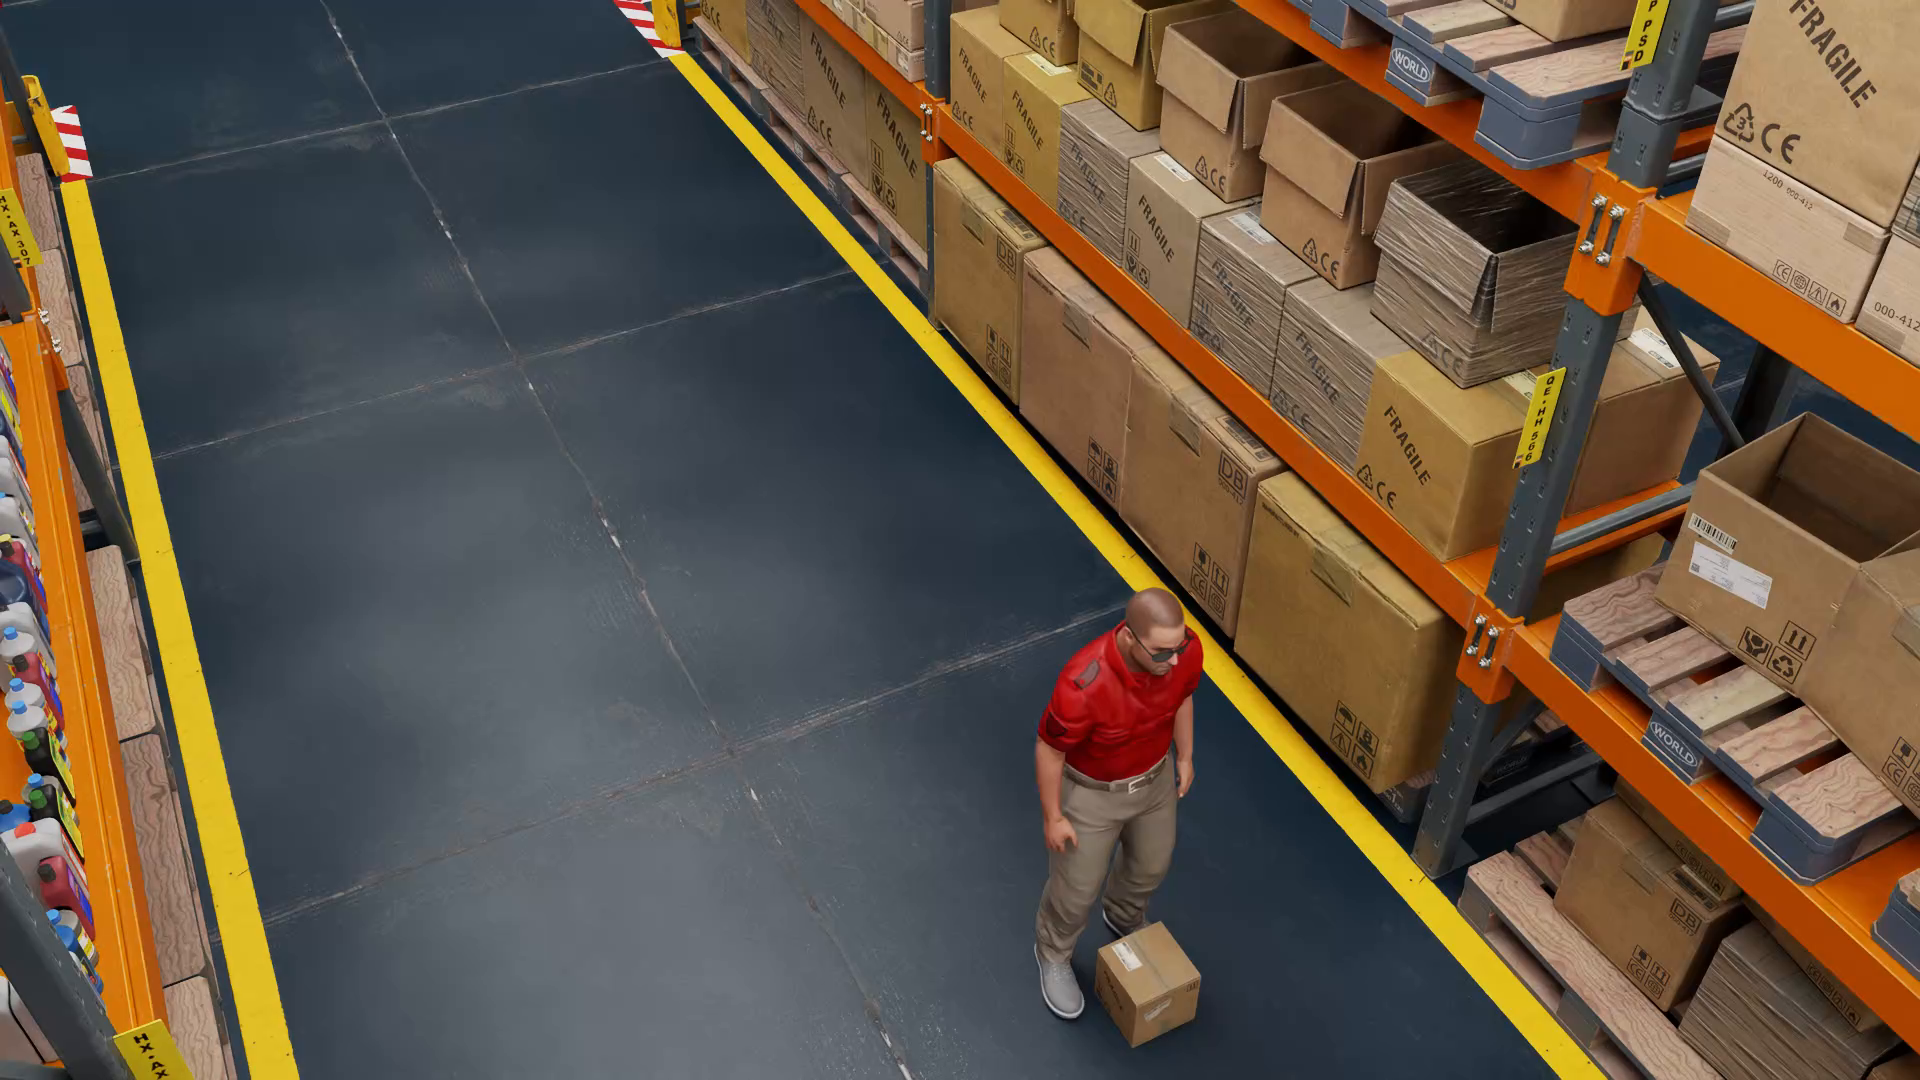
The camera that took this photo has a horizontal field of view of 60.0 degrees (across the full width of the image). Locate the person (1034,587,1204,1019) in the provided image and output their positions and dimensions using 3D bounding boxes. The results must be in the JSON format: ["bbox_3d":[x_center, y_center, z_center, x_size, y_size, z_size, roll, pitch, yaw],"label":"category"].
[{"bbox_3d":[0.502,0.785,5.267,0.588,1.725,0.392,-21,45,-22],"label":"person"}]
